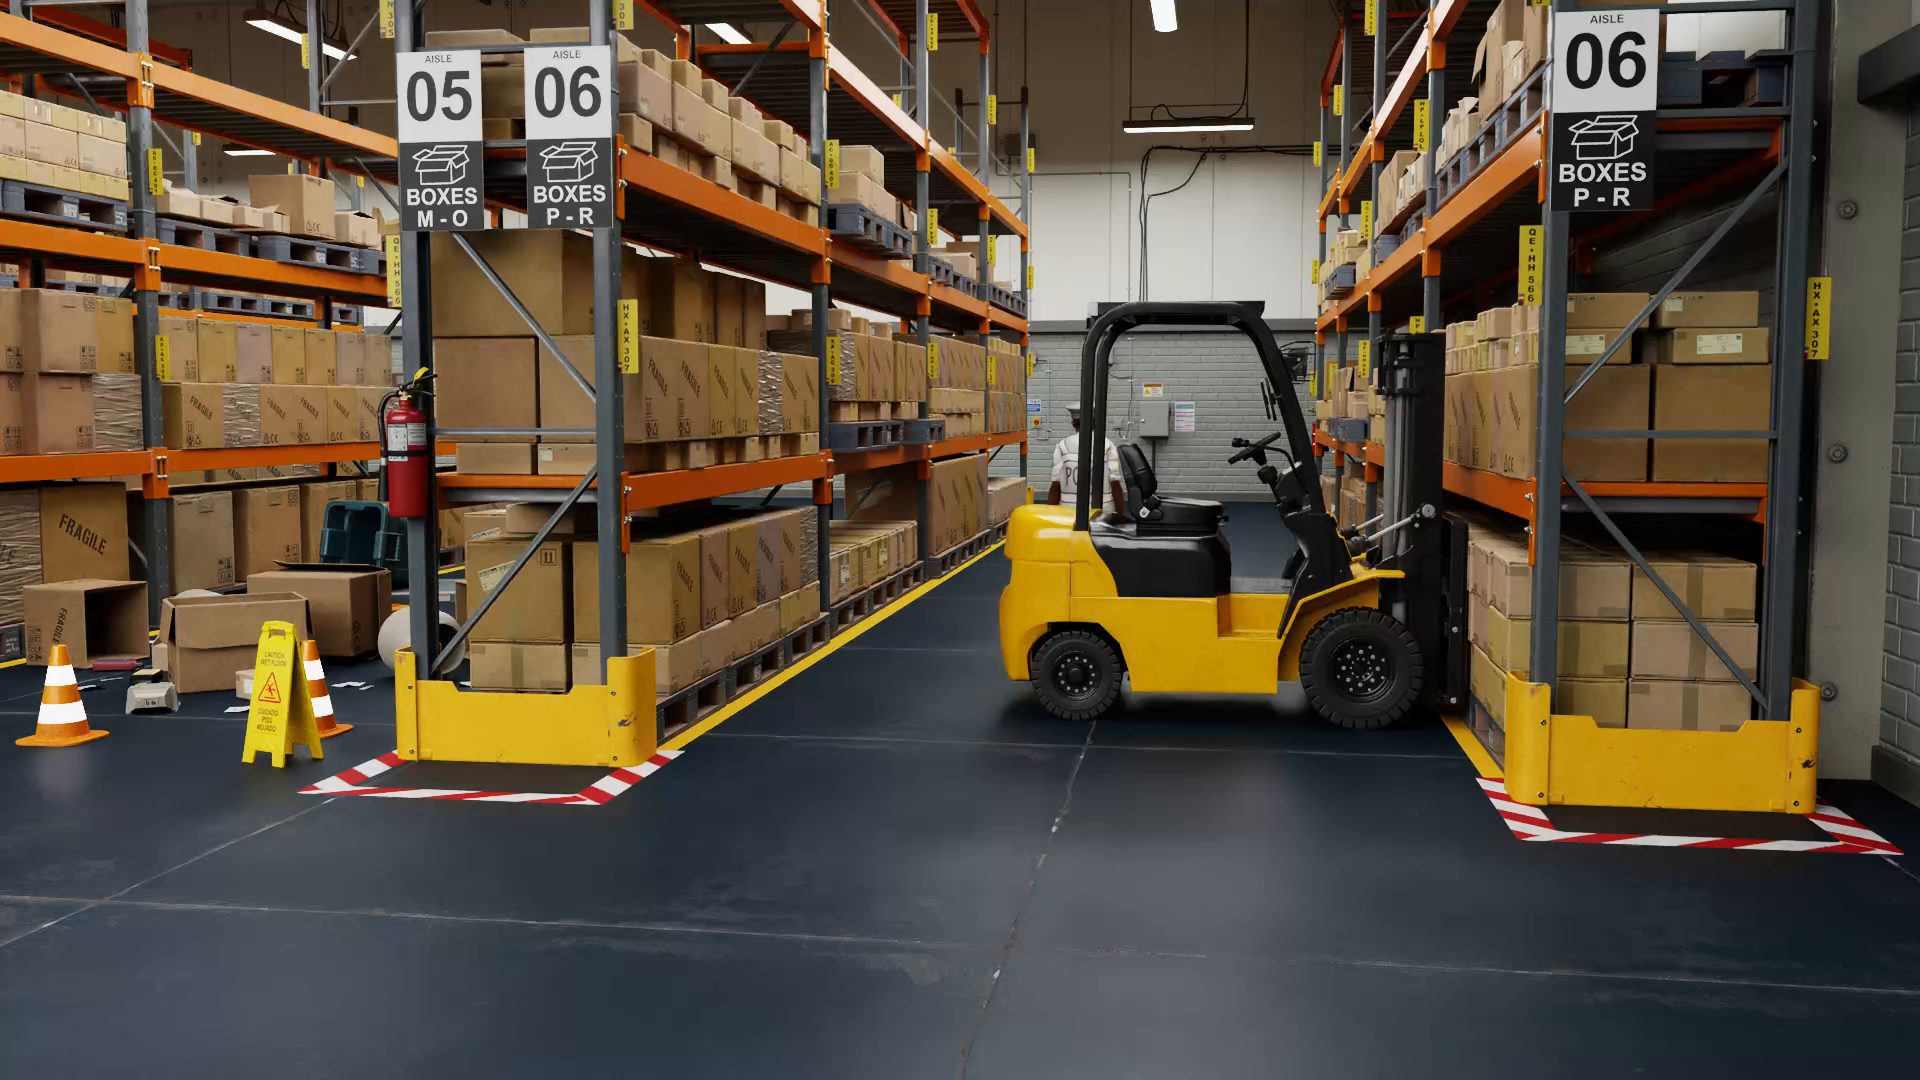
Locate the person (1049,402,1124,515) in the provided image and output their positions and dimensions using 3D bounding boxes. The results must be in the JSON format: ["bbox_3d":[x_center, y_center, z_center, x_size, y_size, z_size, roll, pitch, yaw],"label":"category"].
[{"bbox_3d":[0.851,-0.093,11.072,0.517,1.657,0.417,1,5,8],"label":"person"}]
